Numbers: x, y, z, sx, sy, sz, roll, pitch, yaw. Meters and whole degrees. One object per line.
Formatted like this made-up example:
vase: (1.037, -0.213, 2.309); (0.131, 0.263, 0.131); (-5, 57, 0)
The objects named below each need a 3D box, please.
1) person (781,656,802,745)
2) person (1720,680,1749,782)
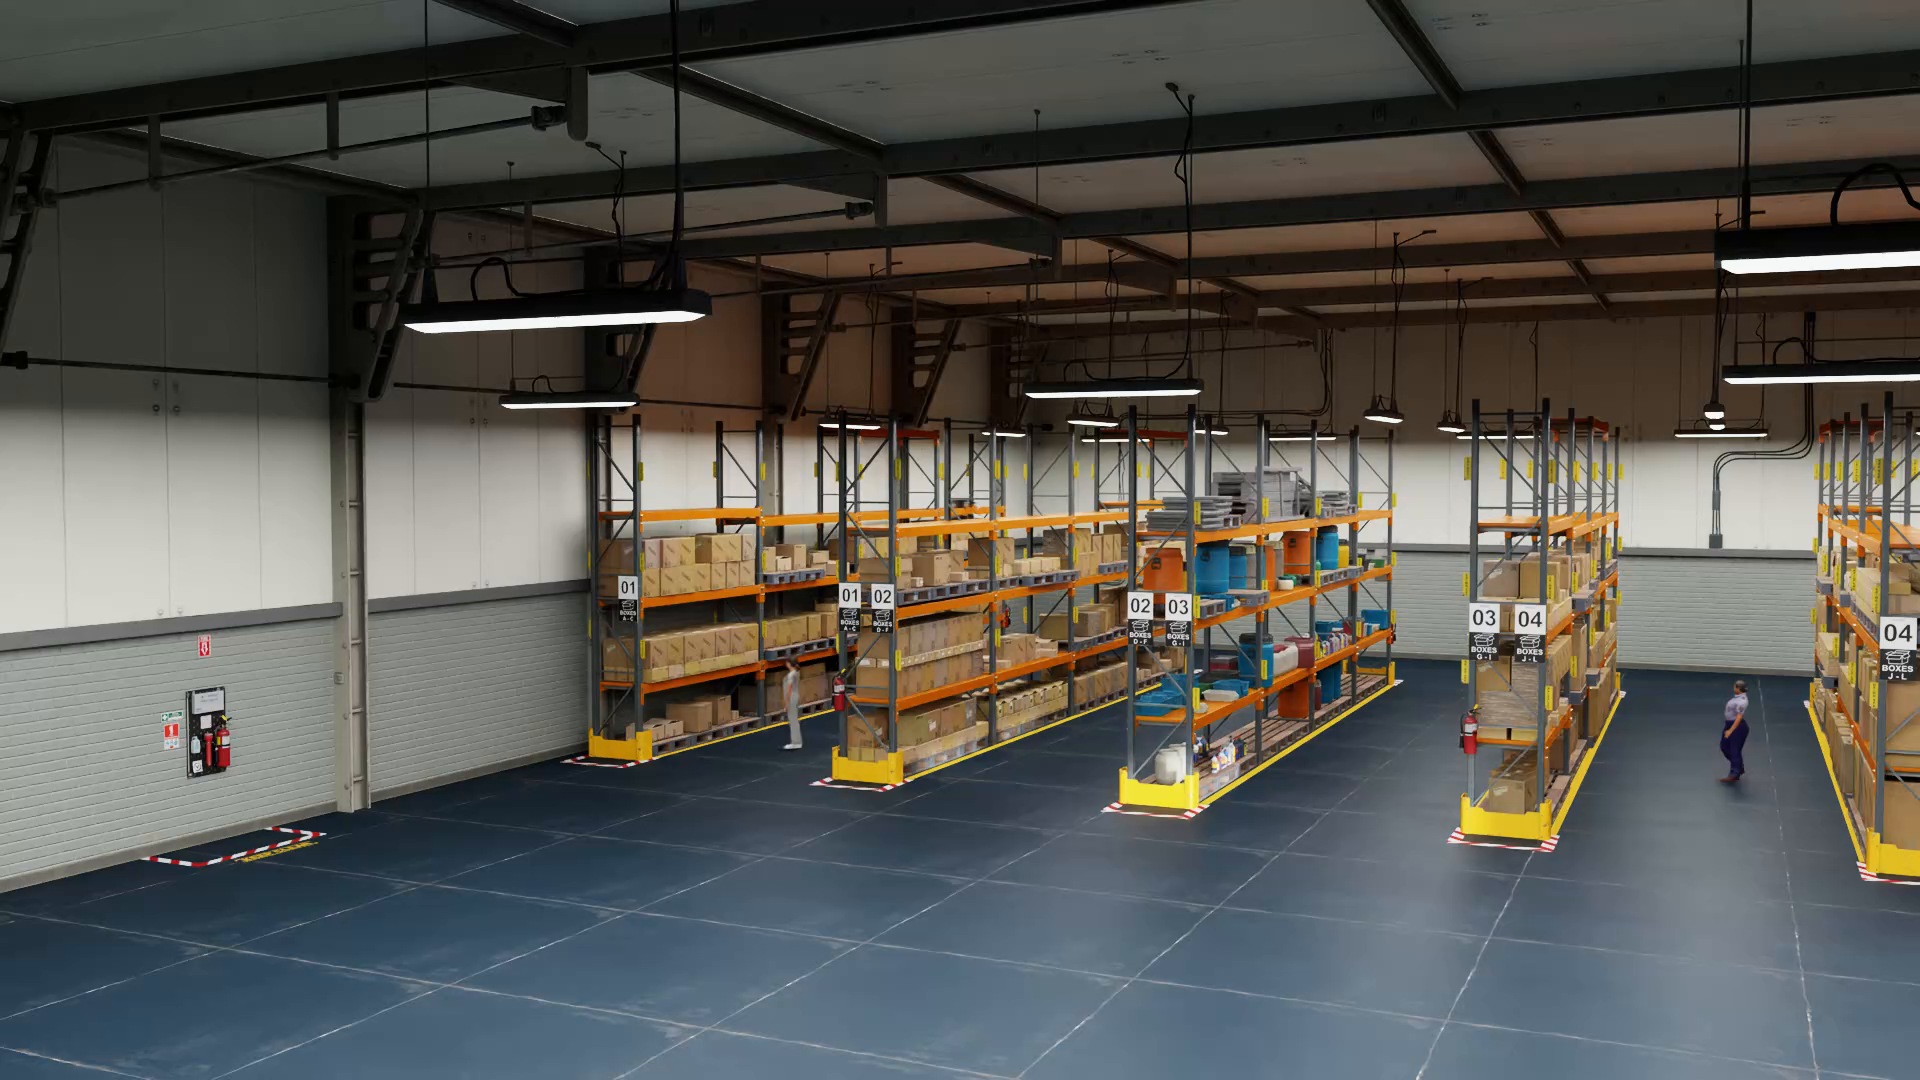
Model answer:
person: (-3.040, 2.888, 30.013); (0.376, 1.597, 0.544); (0, 2, 4)
person: (12.530, 3.093, 26.916); (0.456, 1.683, 0.556); (0, 2, 7)
